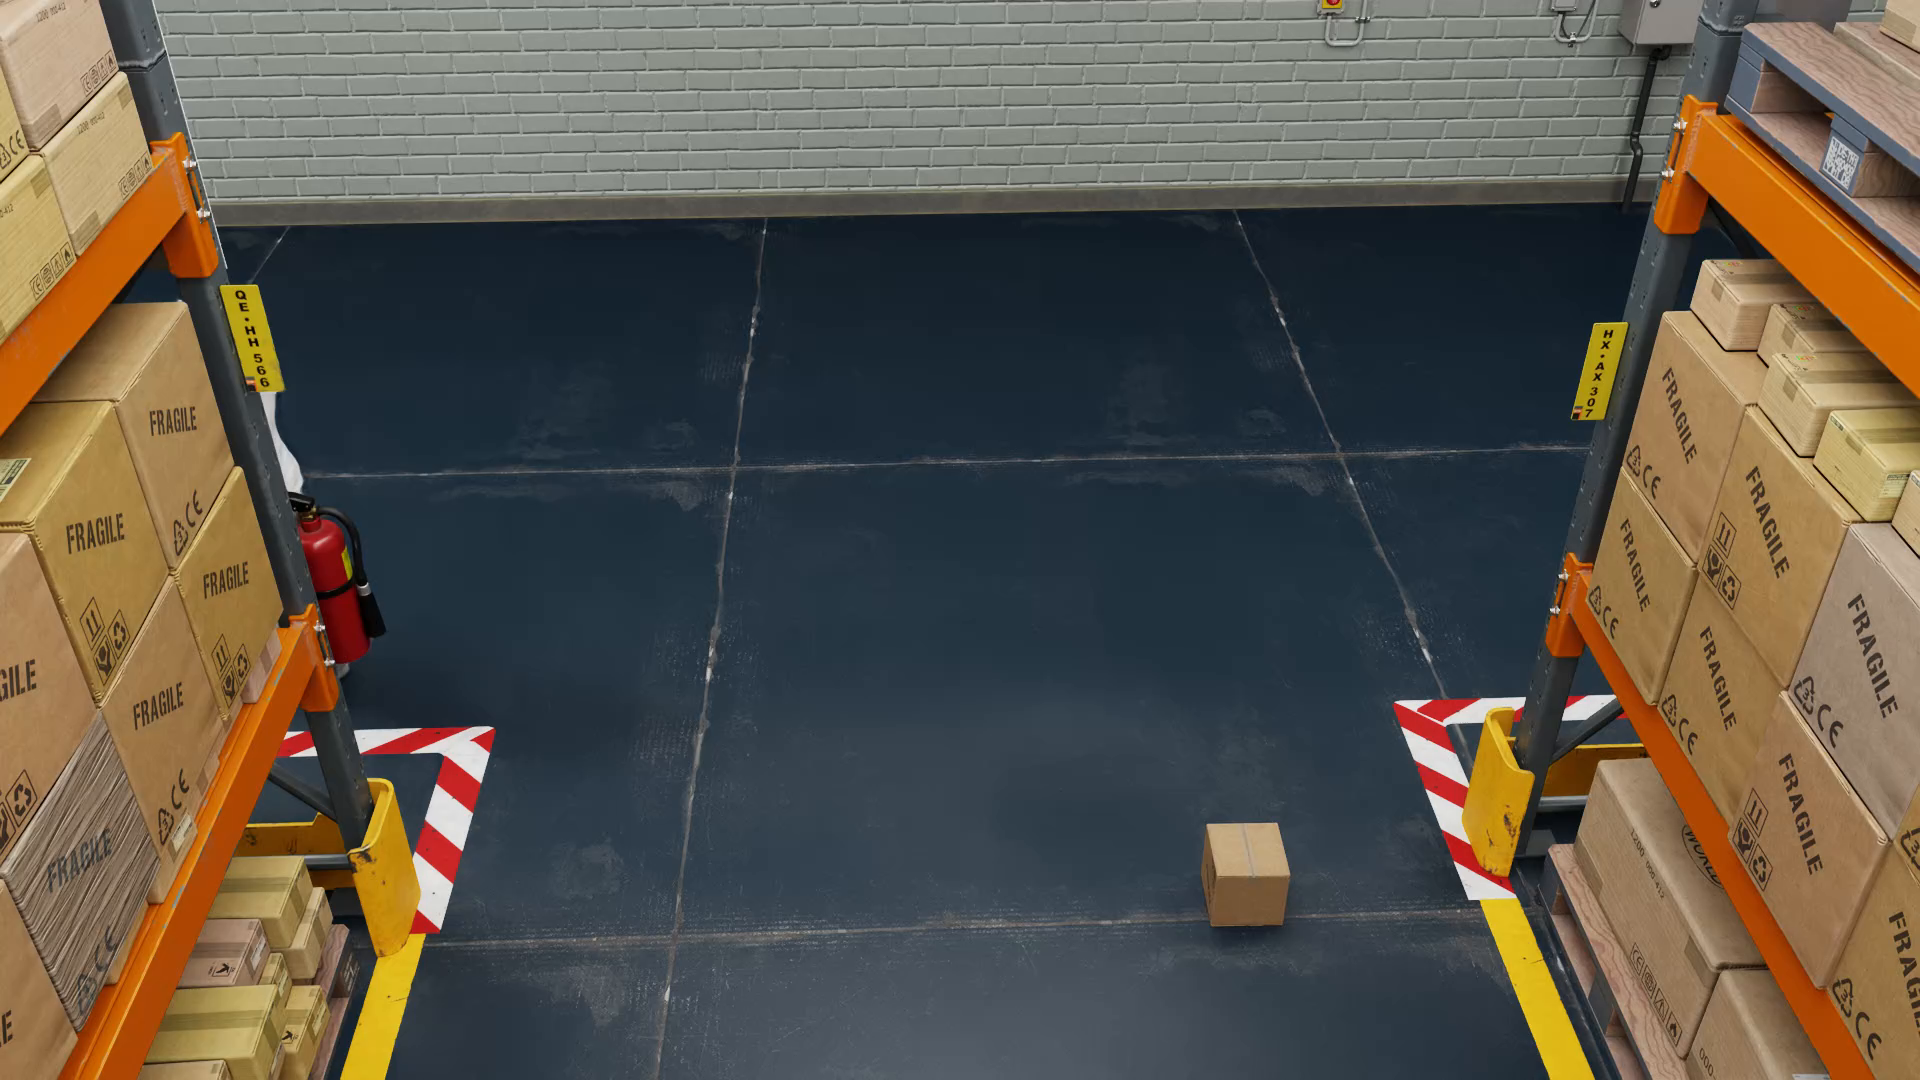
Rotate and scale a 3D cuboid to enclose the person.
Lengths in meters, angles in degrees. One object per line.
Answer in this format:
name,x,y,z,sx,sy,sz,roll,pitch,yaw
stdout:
person,-2.725,-0.129,6.285,0.475,1.785,0.577,1,35,2
